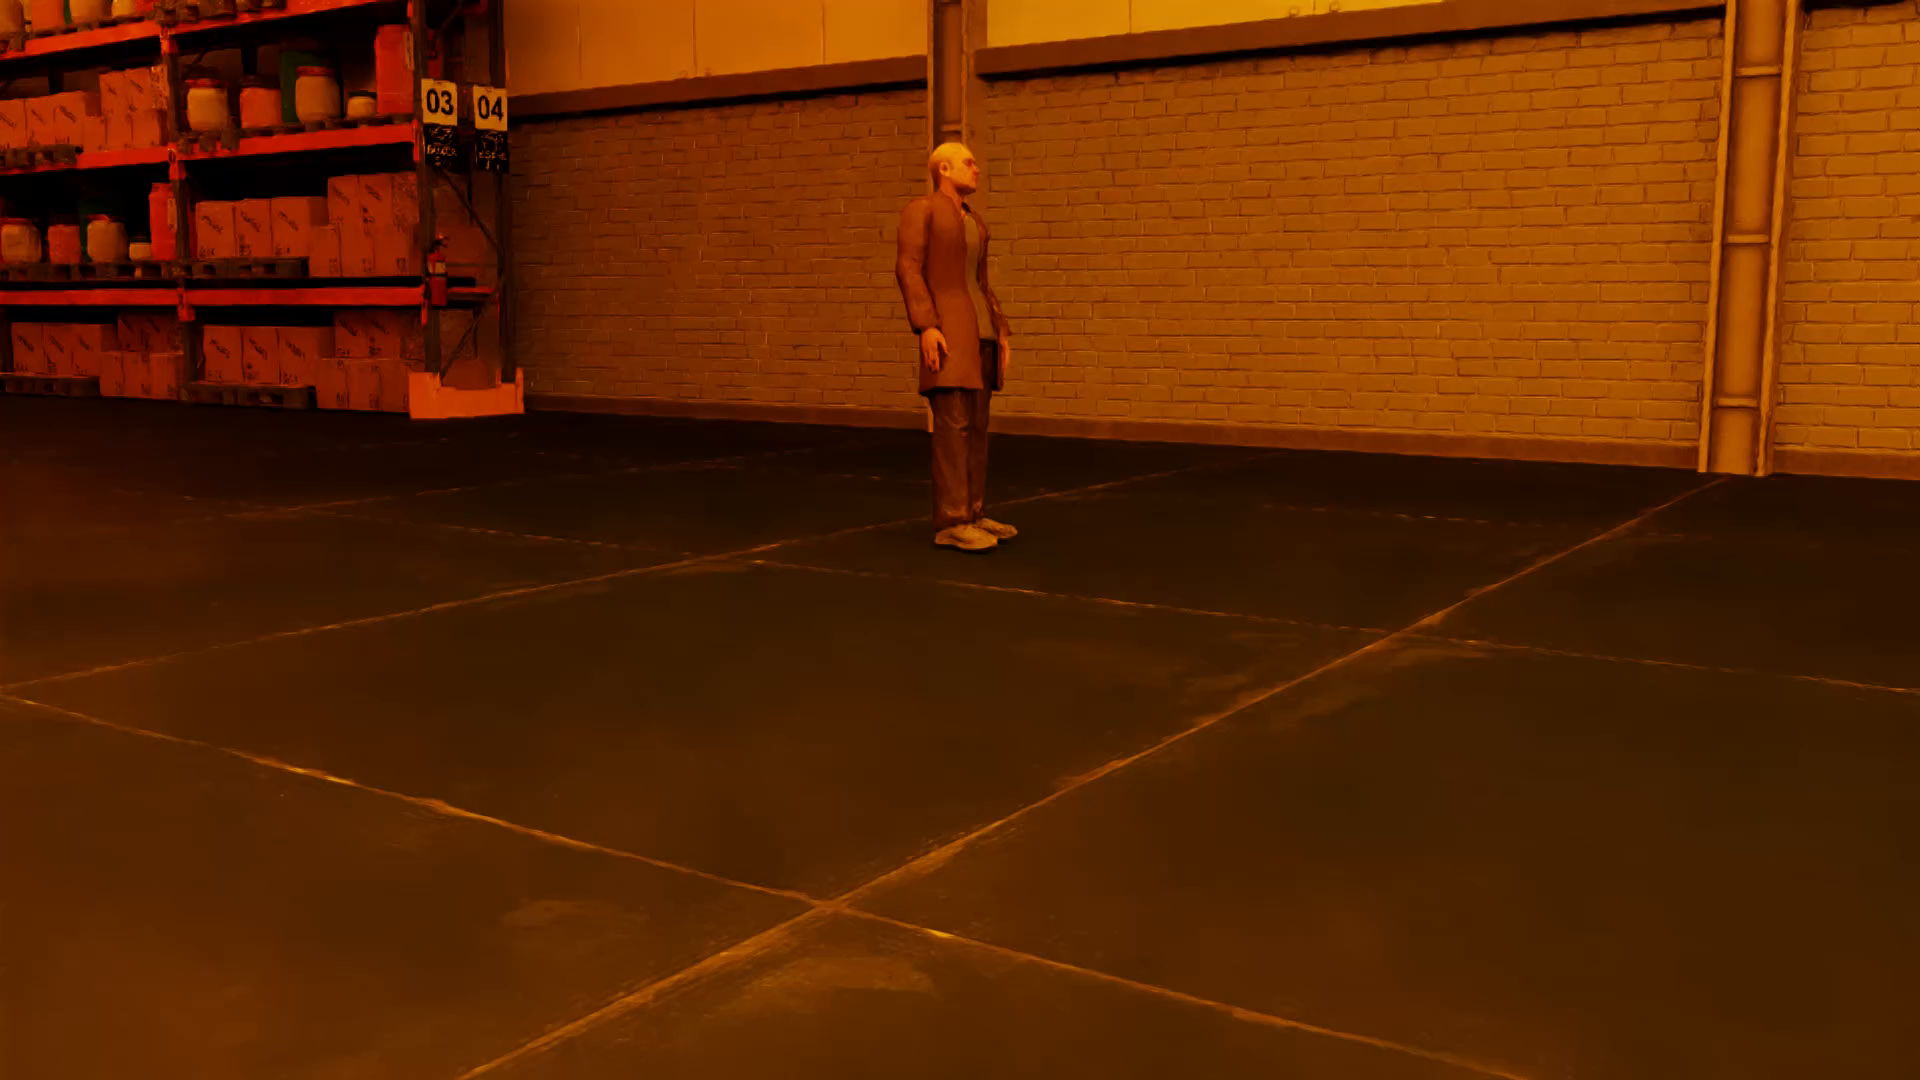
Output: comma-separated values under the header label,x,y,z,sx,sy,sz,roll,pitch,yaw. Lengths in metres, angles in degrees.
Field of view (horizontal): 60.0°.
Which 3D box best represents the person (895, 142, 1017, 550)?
label,x,y,z,sx,sy,sz,roll,pitch,yaw
person,0.073,-0.879,7.423,0.580,1.776,0.694,5,10,34
